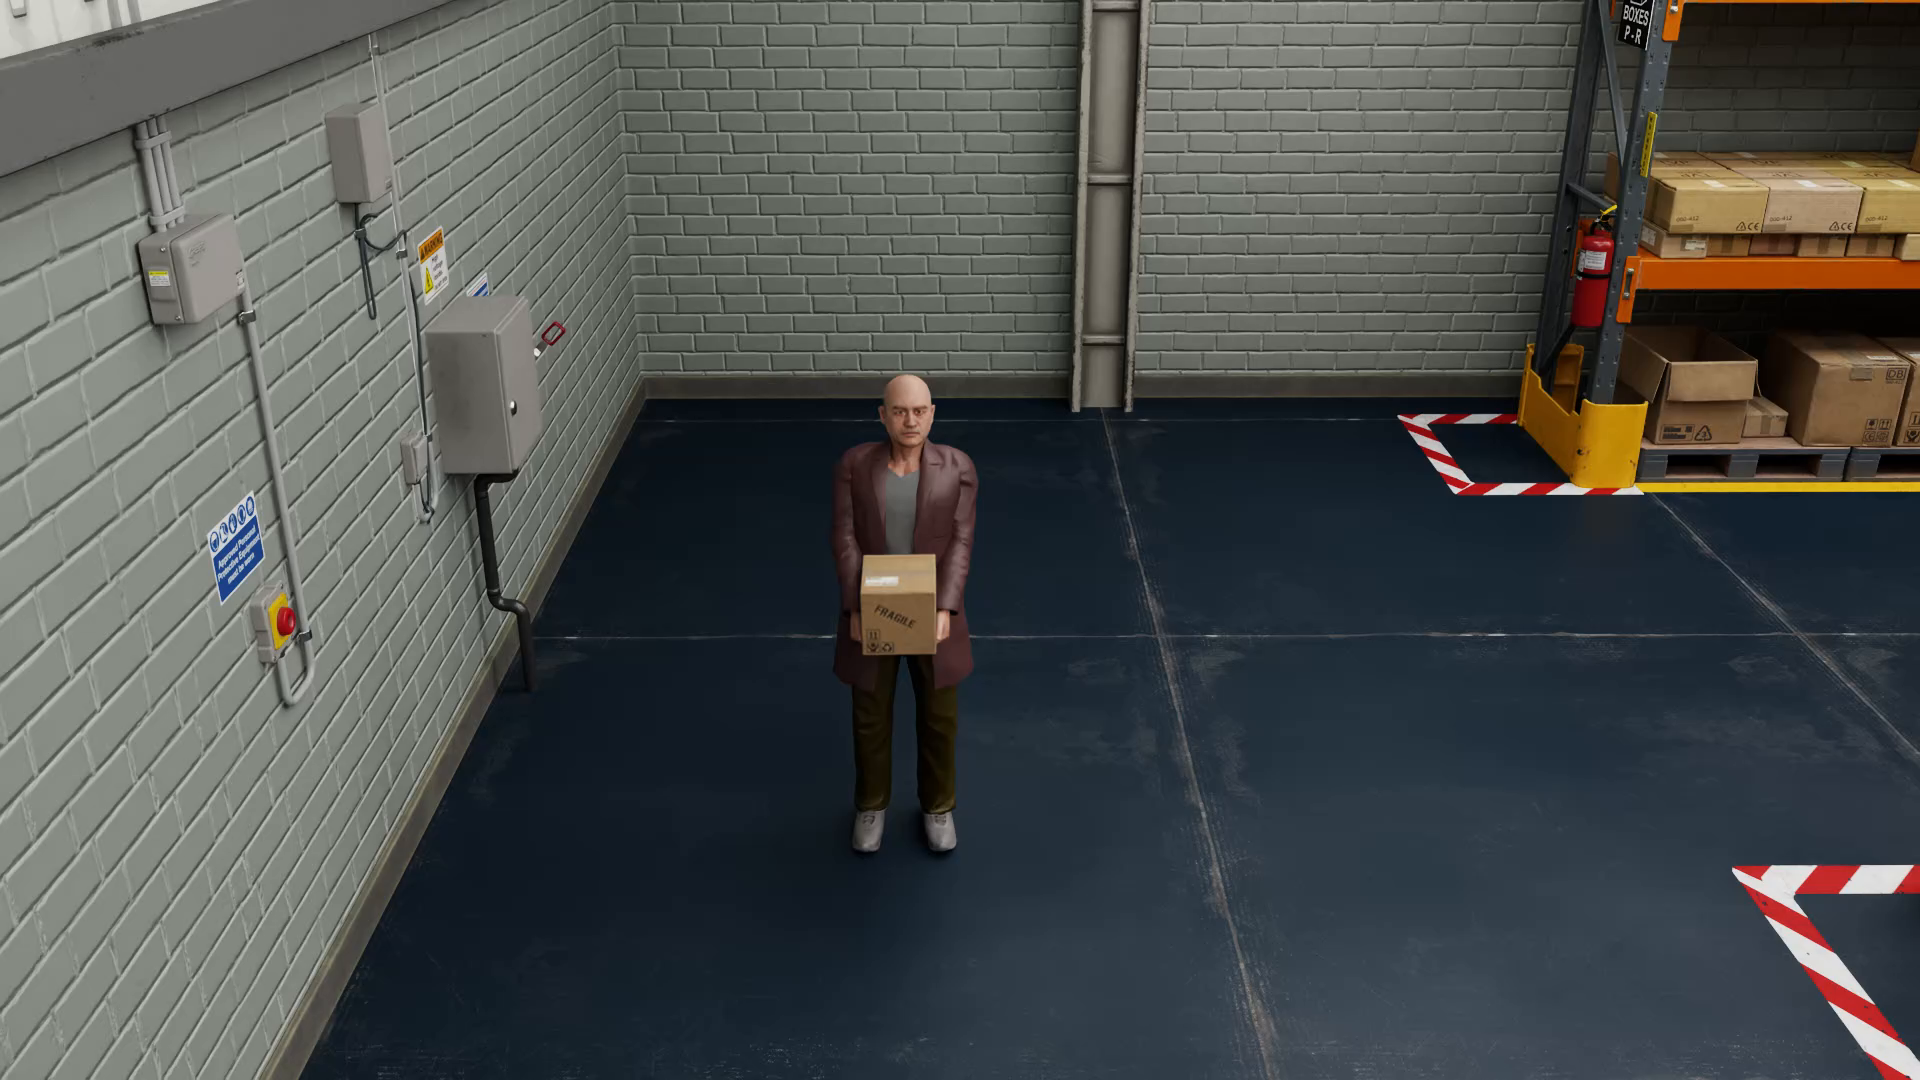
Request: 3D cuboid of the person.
[{"bbox_3d":[-0.198,0.316,5.909,0.530,1.769,0.562,0,24,0],"label":"person"}]
